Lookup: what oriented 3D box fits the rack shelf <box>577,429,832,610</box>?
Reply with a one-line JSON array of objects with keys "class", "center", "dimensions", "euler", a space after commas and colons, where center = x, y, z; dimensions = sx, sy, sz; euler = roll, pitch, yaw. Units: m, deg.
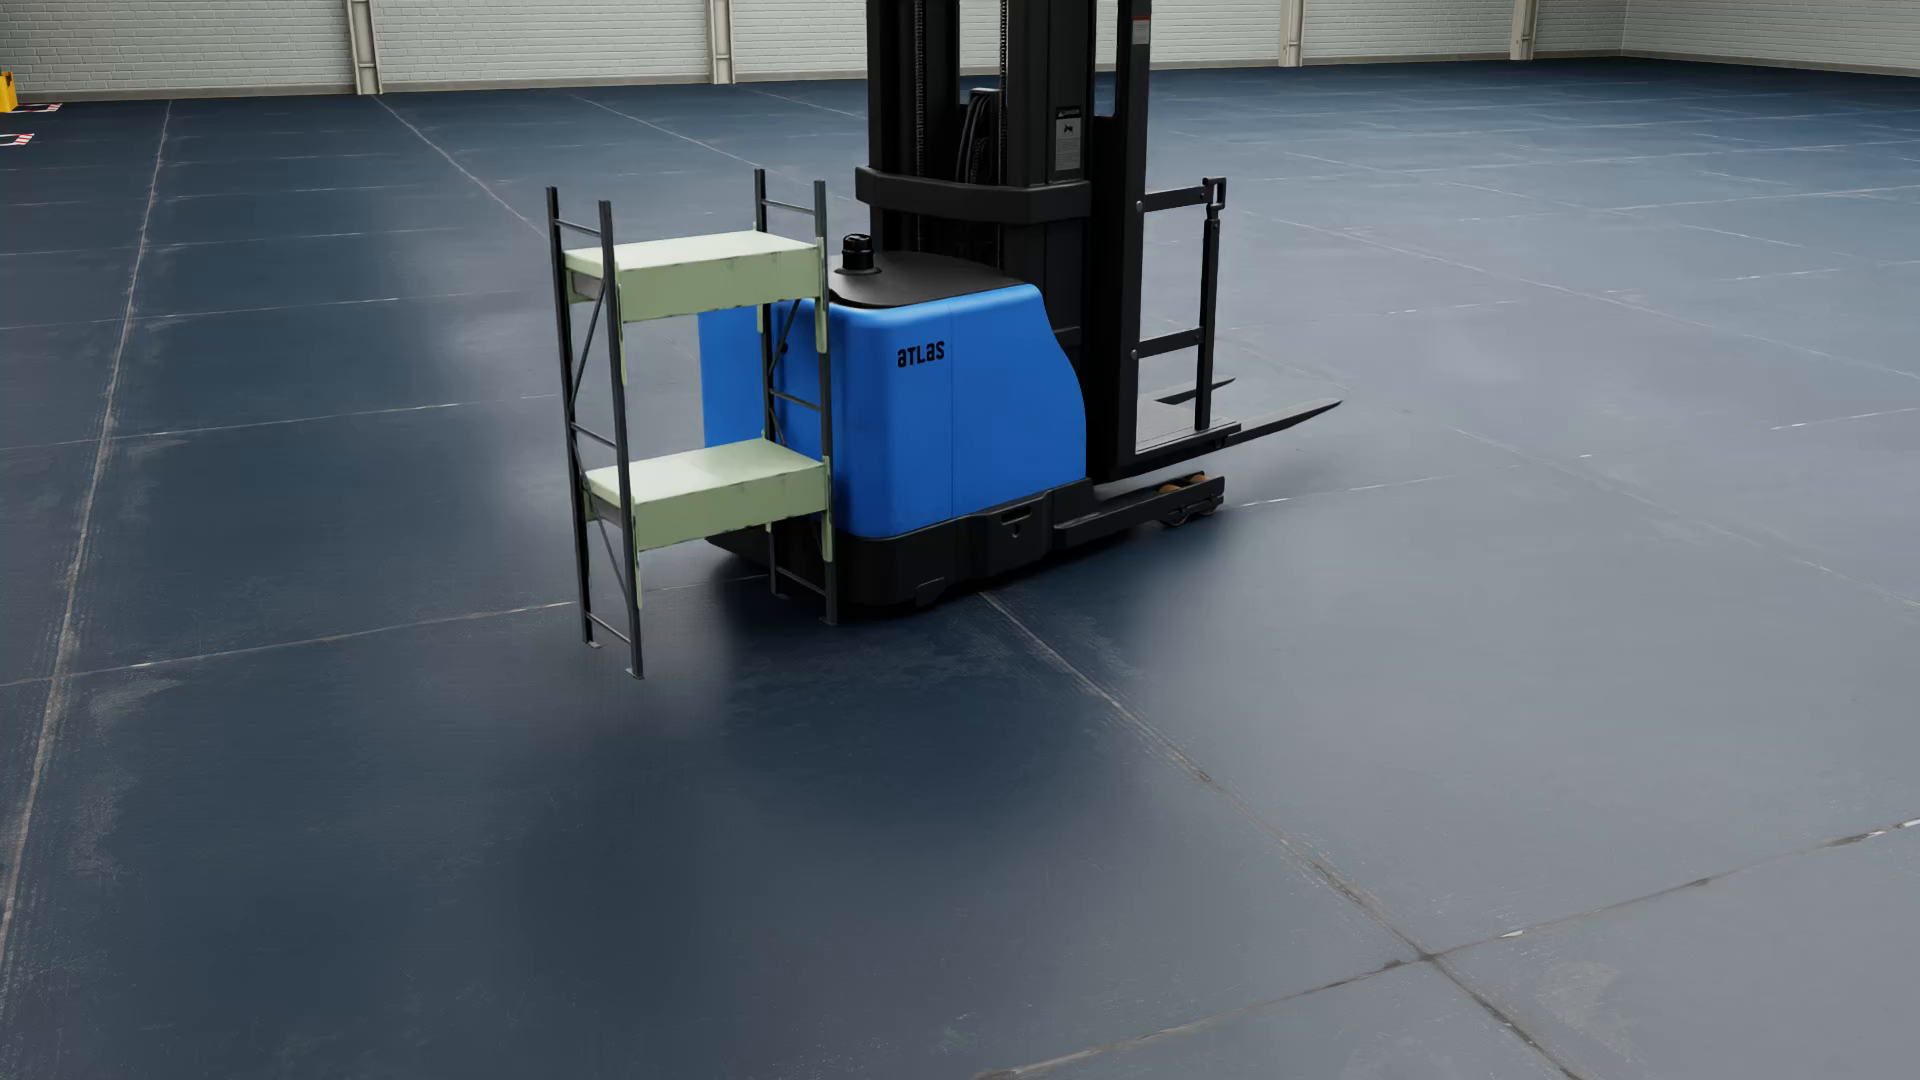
[{"class": "rack shelf", "center": [-0.840, -0.084, 5.482], "dimensions": [0.720, 0.370, 0.431], "euler": [-14, 24, -35]}]

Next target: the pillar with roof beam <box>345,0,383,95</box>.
[{"class": "pillar with roof beam", "center": [-8.046, -10.305, 22.239], "dimensions": [0.400, 9.000, 9.100], "euler": [-8, 21, -22]}]

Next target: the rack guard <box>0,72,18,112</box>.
[{"class": "rack guard", "center": [-14.242, -6.639, 24.626], "dimensions": [0.348, 0.500, 1.175], "euler": [-8, 21, -22]}]

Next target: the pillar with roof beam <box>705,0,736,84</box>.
[{"class": "pillar with roof beam", "center": [-2.537, -11.094, 24.481], "dimensions": [0.400, 9.000, 9.100], "euler": [-8, 21, -22]}]

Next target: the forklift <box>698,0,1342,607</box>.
[{"class": "forklift", "center": [0.444, -1.548, 6.506], "dimensions": [3.031, 2.935, 1.130], "euler": [-18, 26, -41]}]

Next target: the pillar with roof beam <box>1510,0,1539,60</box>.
[{"class": "pillar with roof beam", "center": [13.991, -13.462, 31.206], "dimensions": [0.400, 9.000, 9.100], "euler": [-8, 21, -22]}]

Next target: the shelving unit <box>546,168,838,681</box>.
[{"class": "shelving unit", "center": [-0.840, -0.391, 5.374], "dimensions": [0.755, 1.500, 0.431], "euler": [-14, 24, -35]}]

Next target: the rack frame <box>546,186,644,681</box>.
[{"class": "rack frame", "center": [-1.131, -0.317, 5.165], "dimensions": [0.023, 1.500, 0.400], "euler": [-14, 24, -35]}]

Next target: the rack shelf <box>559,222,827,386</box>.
[{"class": "rack shelf", "center": [-0.840, -0.759, 5.244], "dimensions": [0.720, 0.370, 0.431], "euler": [-14, 24, -35]}]

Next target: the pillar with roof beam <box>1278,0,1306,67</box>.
[{"class": "pillar with roof beam", "center": [8.481, -12.673, 28.964], "dimensions": [0.400, 9.000, 9.100], "euler": [-8, 21, -22]}]

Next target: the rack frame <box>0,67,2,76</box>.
[{"class": "rack frame", "center": [-14.264, -7.815, 24.202], "dimensions": [0.127, 3.000, 1.000], "euler": [-8, 21, -22]}]

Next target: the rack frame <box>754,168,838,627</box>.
[{"class": "rack frame", "center": [-0.549, -0.465, 5.583], "dimensions": [0.023, 1.500, 0.400], "euler": [-14, 24, -35]}]
